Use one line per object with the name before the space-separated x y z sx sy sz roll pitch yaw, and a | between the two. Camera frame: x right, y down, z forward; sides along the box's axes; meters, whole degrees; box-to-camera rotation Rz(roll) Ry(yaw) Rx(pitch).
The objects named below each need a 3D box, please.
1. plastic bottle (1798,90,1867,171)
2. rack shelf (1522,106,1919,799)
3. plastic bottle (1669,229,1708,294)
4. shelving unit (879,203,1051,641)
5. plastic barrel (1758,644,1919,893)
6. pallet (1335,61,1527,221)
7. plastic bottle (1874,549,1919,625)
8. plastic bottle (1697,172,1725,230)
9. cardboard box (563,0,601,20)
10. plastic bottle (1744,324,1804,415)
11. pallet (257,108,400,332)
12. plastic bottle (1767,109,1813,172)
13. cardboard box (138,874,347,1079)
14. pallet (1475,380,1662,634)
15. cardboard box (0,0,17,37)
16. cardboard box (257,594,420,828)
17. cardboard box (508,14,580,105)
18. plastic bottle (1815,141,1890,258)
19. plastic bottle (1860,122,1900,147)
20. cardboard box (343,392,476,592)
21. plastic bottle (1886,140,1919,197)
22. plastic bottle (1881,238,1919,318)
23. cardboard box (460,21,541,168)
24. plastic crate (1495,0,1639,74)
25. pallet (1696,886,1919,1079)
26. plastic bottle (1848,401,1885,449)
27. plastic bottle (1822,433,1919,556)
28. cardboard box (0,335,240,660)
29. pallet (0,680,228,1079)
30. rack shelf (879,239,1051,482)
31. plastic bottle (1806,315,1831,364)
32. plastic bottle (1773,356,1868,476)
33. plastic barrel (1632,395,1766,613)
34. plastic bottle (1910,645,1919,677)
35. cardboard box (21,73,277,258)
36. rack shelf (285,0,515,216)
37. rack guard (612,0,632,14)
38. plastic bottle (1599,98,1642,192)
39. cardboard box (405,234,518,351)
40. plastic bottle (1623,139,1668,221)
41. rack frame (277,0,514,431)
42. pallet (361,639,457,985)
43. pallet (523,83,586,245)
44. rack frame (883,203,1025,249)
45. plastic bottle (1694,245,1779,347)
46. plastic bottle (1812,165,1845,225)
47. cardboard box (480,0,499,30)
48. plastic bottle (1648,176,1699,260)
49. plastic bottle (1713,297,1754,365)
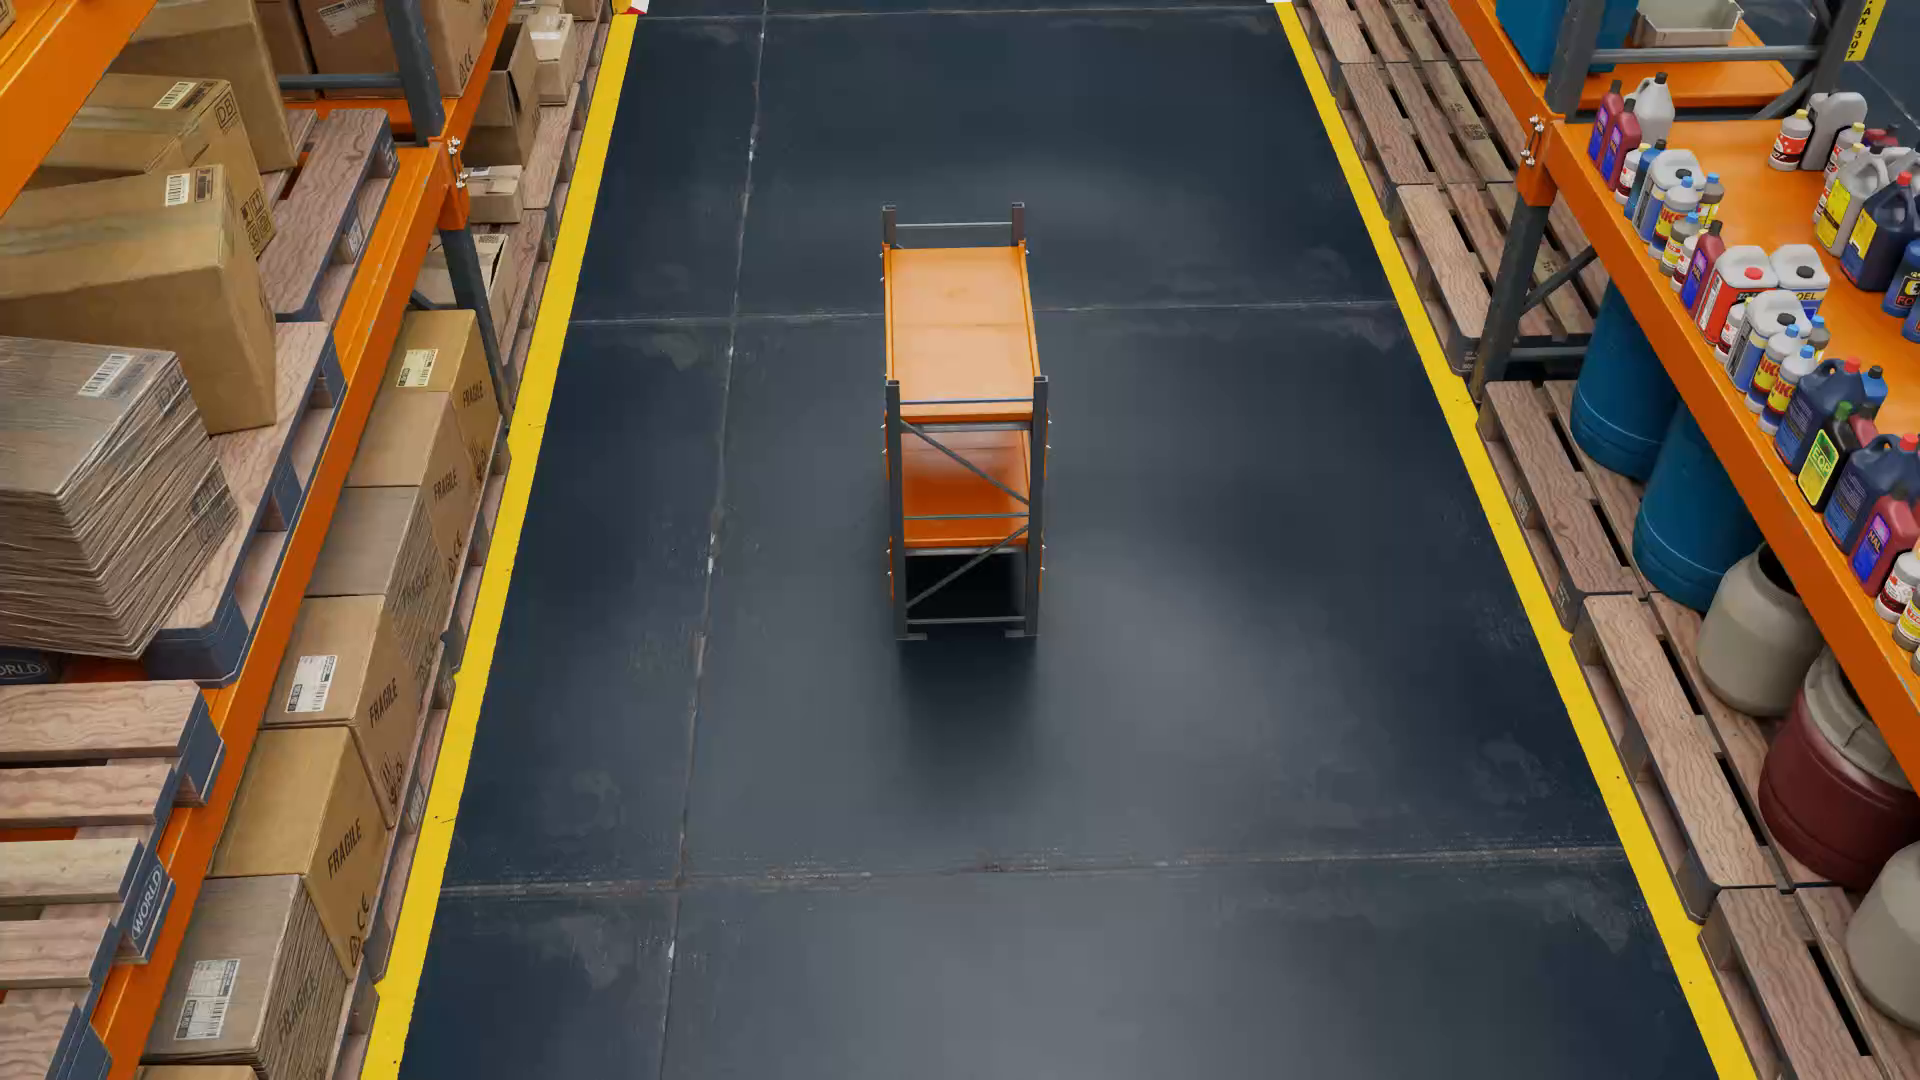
plastic bottle | 2.961 -1.413 5.663 0.152 0.276 0.135 -2 43 -2
rack shelf | 2.706 -0.100 4.671 1.077 0.370 4.000 -2 43 -2
plastic bottle | 2.262 -0.861 5.116 0.097 0.201 0.097 0 43 0
shelving unit | 0.000 -0.419 5.875 0.538 1.125 1.048 -2 43 -2
plastic barrel | 2.706 0.627 4.820 0.600 0.588 0.708 -2 43 -2
pallet | 2.497 -2.008 8.284 1.003 0.211 1.213 -2 43 -2
plastic bottle | 2.323 0.103 4.064 0.097 0.201 0.097 0 43 0
plastic bottle | 2.400 -1.088 5.364 0.097 0.201 0.097 0 43 0
cardboard box | -2.228 -3.157 8.998 0.500 0.500 0.500 -2 43 -2
plastic bottle | 2.287 -0.483 4.653 0.097 0.271 0.097 0 43 0
pallet | -2.403 -0.962 5.222 1.003 0.211 1.213 -2 43 -2
plastic bottle | 2.837 -1.369 5.671 0.097 0.201 0.097 0 43 0
cardboard box | -1.919 1.215 4.228 0.500 0.500 0.500 -3 43 -3
pallet | 2.613 -0.165 6.274 1.003 0.211 1.213 -2 43 -2
cardboard box | -2.254 -1.007 2.834 0.910 0.500 0.500 -2 43 -2
cardboard box | -1.963 0.525 4.982 0.500 0.500 0.500 -3 43 -3
cardboard box | -2.218 -2.422 8.382 0.500 0.250 0.500 -2 43 -2
plastic bottle | 2.843 -1.082 5.247 0.144 0.351 0.185 -2 43 -2
plastic bottle | 3.017 -1.260 5.491 0.061 0.283 0.133 -2 43 -2
cardboard box | -2.008 -0.157 5.726 0.500 0.500 0.500 -2 43 -2
plastic bottle | 2.987 -1.086 5.251 0.144 0.351 0.185 -2 43 -2
plastic bottle | 2.874 -0.808 5.006 0.097 0.271 0.097 0 43 0
cardboard box | -2.412 -2.086 7.827 0.797 0.503 0.637 -2 43 -2
plastic crate | 2.261 -2.037 6.219 0.392 0.384 0.575 -2 43 -2
pallet | 2.716 1.482 4.477 1.003 0.211 1.213 -2 43 -2
plastic bottle | 2.347 -0.221 4.357 0.061 0.283 0.133 -2 43 -2
plastic bottle | 2.334 -0.138 4.217 0.144 0.351 0.185 -2 43 -2
cardboard box | -2.145 -0.112 3.767 0.700 0.500 0.500 6 43 6
pallet | -2.257 0.740 3.365 1.213 0.211 1.003 -2 43 -2
rack shelf | 0.000 -0.635 5.677 0.538 0.278 1.000 -2 43 -2
plastic bottle | 2.434 -0.553 4.780 0.097 0.201 0.097 0 43 0
plastic bottle | 2.321 -0.352 4.451 0.144 0.351 0.185 -2 43 -2
plastic barrel | 2.658 -0.251 5.546 0.600 0.901 0.708 -2 43 -2
plastic bottle | 2.331 0.235 3.921 0.097 0.201 0.097 0 43 0
cardboard box | -2.438 -0.978 4.713 0.700 0.500 0.500 5 43 5
rack shelf | -2.412 -2.660 7.465 1.077 0.370 4.000 -2 43 -2
rack guard | -2.494 -3.303 9.484 1.175 0.500 0.348 -2 43 -2
plastic bottle | 2.217 -1.322 5.559 0.061 0.283 0.133 -2 43 -2
cardboard box | -2.129 -1.036 6.825 0.500 0.311 0.500 -2 43 -2
plastic bottle | 2.244 -1.175 5.407 0.097 0.271 0.097 0 43 0
rack frame | -2.328 -1.575 5.749 1.000 3.000 0.127 -2 43 -2
pallet | -2.200 0.826 5.192 1.003 0.211 1.213 -2 43 -2
pallet | -2.411 -1.837 8.098 1.003 0.211 1.213 -2 43 -2
rack frame | -0.022 -0.762 6.249 0.500 1.125 0.032 -2 43 -2
plastic bottle | 2.300 -0.721 4.908 0.152 0.276 0.135 -2 43 -2
plastic bottle | 2.853 -1.122 5.401 0.097 0.201 0.097 0 43 0
cardboard box | -2.102 -2.310 6.476 0.500 0.500 0.500 -1 43 -1
plastic bottle | 2.254 -1.018 5.236 0.097 0.271 0.097 0 43 0
plastic bottle | 2.277 -0.614 4.847 0.097 0.201 0.097 0 43 0
